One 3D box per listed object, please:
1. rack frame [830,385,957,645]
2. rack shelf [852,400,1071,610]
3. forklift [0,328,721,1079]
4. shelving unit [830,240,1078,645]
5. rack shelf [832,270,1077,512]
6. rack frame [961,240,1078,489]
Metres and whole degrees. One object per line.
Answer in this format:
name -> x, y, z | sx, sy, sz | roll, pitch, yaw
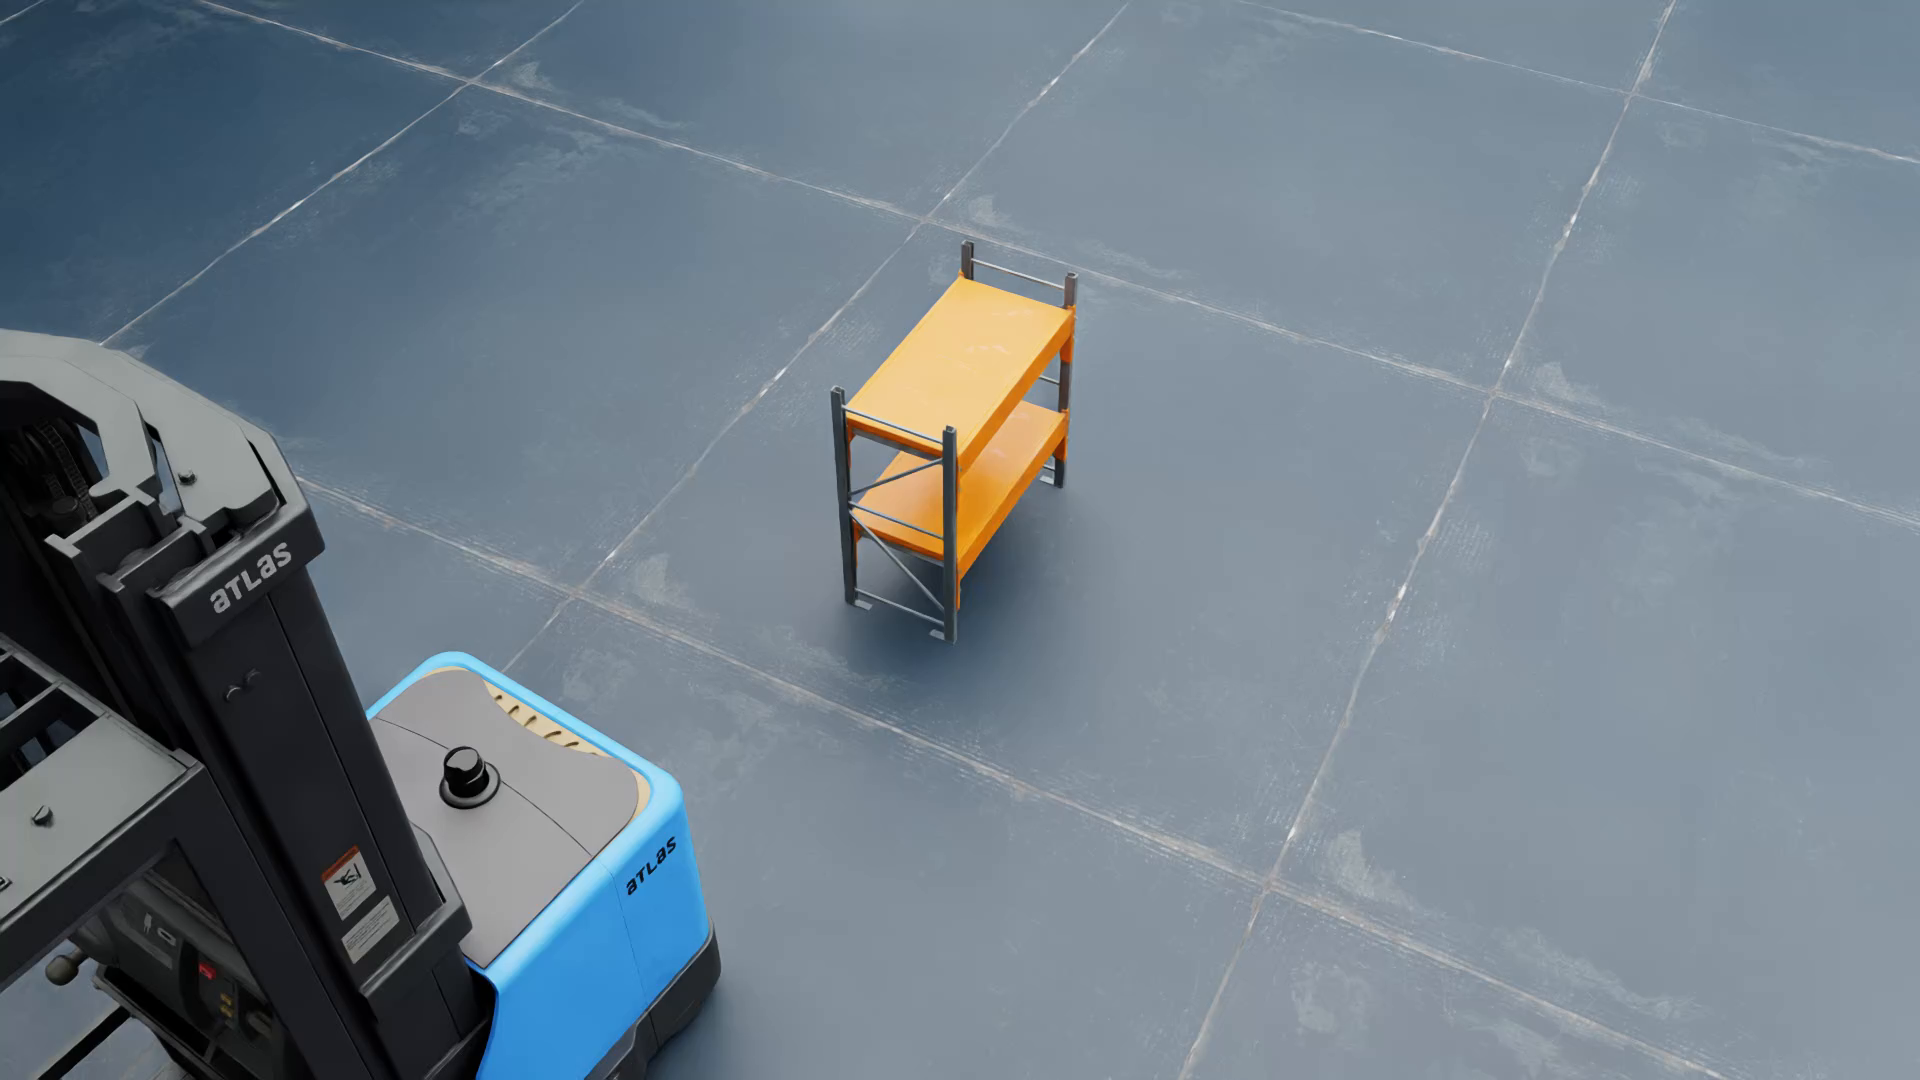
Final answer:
rack frame -> -0.239, -0.071, 6.309 | 0.500, 1.125, 0.032 | 20, 49, 19
rack shelf -> -0.003, -0.219, 6.800 | 0.538, 0.278, 1.000 | 20, 49, 19
forklift -> -2.034, 1.109, 3.874 | 1.130, 2.935, 3.031 | 26, 51, 23
shelving unit -> -0.003, -0.391, 6.626 | 0.538, 1.125, 1.048 | 20, 49, 19
rack shelf -> -0.003, -0.597, 6.417 | 0.538, 0.278, 1.000 | 20, 49, 19
rack frame -> 0.233, -0.711, 6.942 | 0.500, 1.125, 0.032 | 20, 49, 19
